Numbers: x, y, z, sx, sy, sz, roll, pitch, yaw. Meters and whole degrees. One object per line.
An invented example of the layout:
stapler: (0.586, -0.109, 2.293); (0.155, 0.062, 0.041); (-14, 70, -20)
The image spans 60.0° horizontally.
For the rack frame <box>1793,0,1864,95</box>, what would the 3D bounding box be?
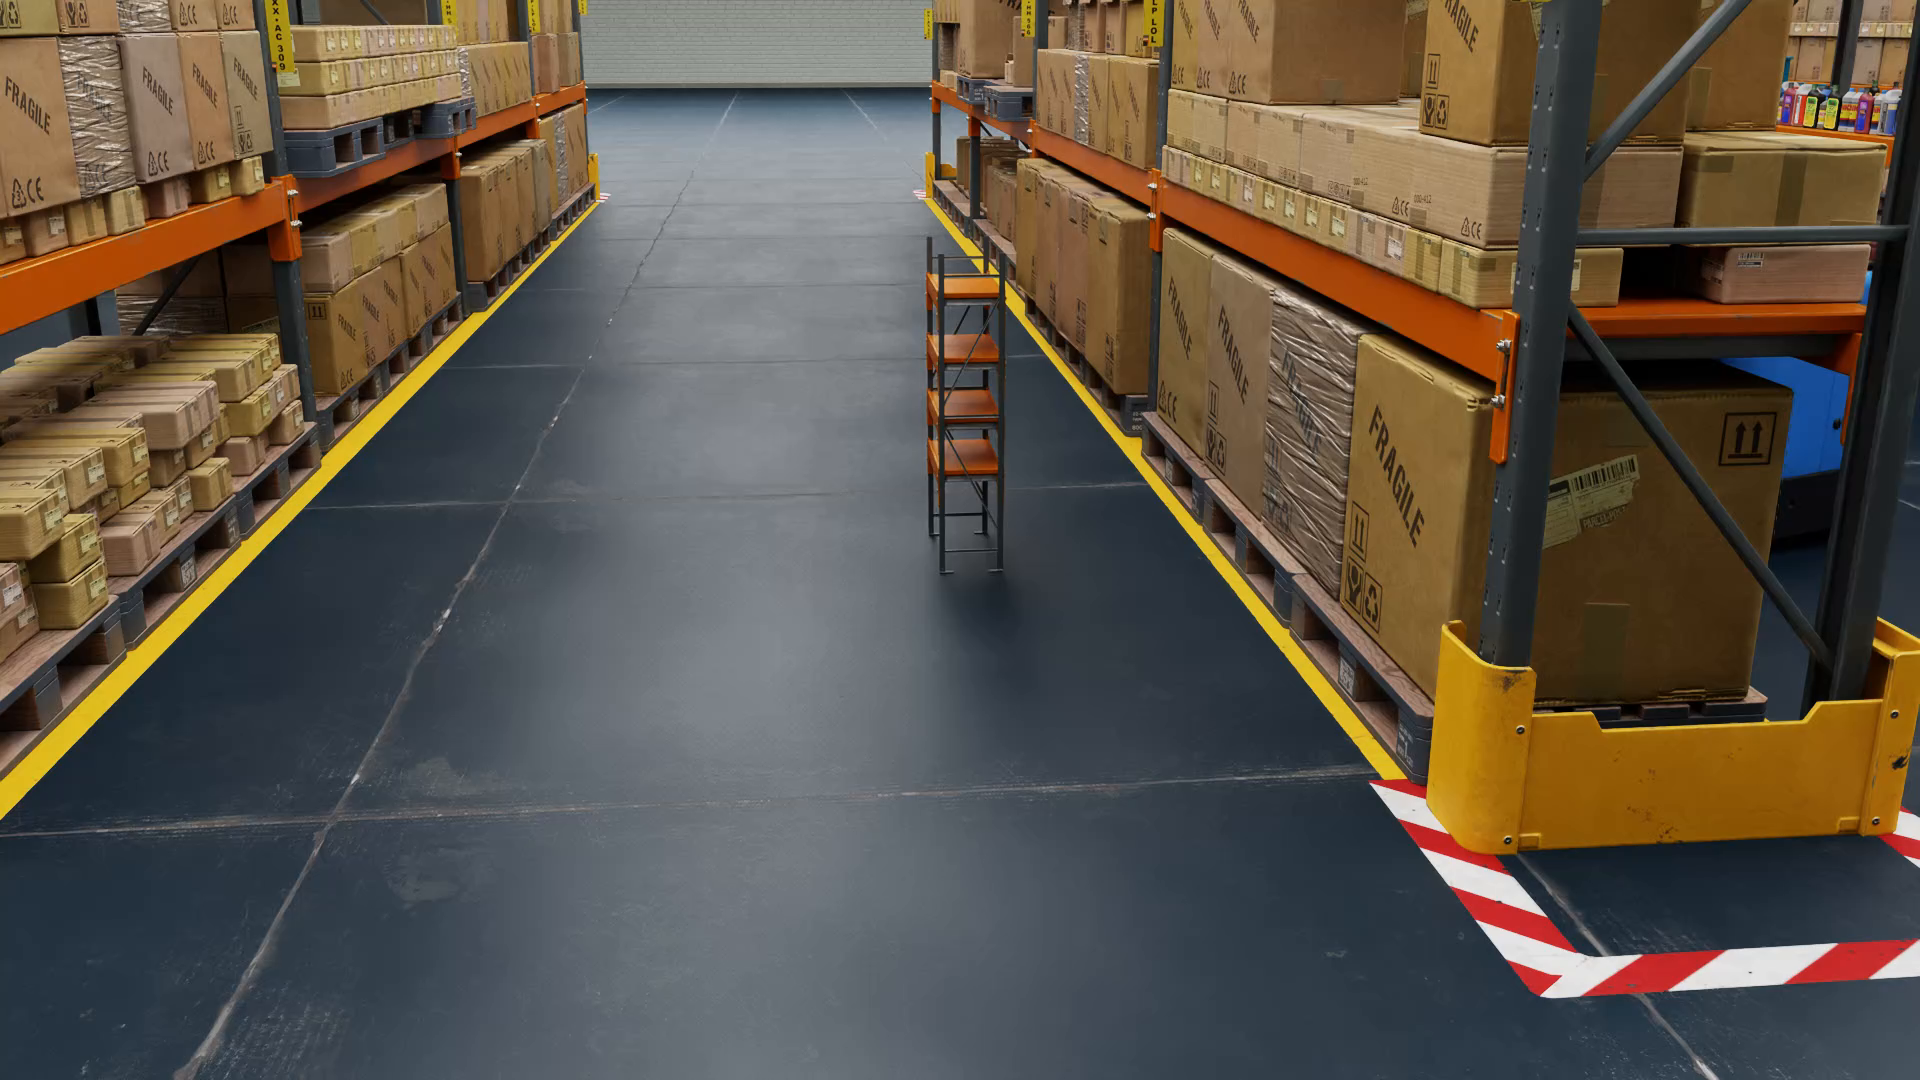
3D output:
rack frame: (5.934, -3.253, 12.030); (1.000, 3.000, 0.127); (-2, 18, -6)

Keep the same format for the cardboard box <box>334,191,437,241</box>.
cardboard box: (-3.542, -1.996, 10.249); (0.500, 0.250, 0.500); (-2, 17, -5)

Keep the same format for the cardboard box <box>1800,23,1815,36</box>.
cardboard box: (9.917, -5.869, 19.113); (0.380, 0.149, 0.250); (-2, 18, -5)

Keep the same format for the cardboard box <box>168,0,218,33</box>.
cardboard box: (-3.148, -2.166, 6.236); (0.500, 0.500, 0.500); (-2, 18, -7)

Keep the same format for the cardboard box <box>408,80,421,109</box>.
cardboard box: (-3.301, -2.542, 9.485); (0.380, 0.149, 0.250); (-1, 17, -4)

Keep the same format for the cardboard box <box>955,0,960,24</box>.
cardboard box: (0.222, -5.233, 16.004); (0.500, 0.500, 0.500); (-2, 18, -6)

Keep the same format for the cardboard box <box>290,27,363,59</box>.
cardboard box: (-3.166, -2.440, 8.167); (0.380, 0.149, 0.250); (-2, 18, -5)

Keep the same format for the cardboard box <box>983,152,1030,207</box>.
cardboard box: (0.527, -3.590, 16.577); (0.500, 0.500, 0.500); (4, 18, 12)

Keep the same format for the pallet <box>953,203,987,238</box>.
pallet: (0.491, -3.160, 16.390); (1.003, 0.211, 1.213); (-2, 18, -6)

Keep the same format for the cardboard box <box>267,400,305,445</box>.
cardboard box: (-3.144, -0.519, 7.380); (0.380, 0.149, 0.250); (-2, 17, -5)

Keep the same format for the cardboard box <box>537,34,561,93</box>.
cardboard box: (-4.417, -4.677, 16.317); (0.875, 0.550, 0.550); (-2, 18, -6)

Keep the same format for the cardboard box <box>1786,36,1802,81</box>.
cardboard box: (10.072, -5.696, 19.647); (0.700, 0.500, 0.500); (-2, 18, -6)

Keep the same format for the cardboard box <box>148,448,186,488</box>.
cardboard box: (-3.108, -0.290, 6.155); (0.380, 0.149, 0.250); (-3, 18, -8)

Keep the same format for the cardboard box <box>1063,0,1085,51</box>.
cardboard box: (1.067, -3.408, 10.682); (0.797, 0.503, 0.637); (-1, 17, -4)

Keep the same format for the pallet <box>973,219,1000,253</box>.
pallet: (0.677, -2.729, 15.018); (1.003, 0.211, 1.213); (-2, 18, -6)

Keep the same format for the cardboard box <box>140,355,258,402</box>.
cardboard box: (-3.130, -0.662, 6.844); (0.380, 0.149, 0.250); (-2, 18, -6)

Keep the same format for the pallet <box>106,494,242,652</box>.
pallet: (-3.290, 0.109, 5.978); (1.003, 0.211, 1.213); (-2, 18, -6)

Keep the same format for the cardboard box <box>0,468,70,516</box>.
cardboard box: (-2.982, -0.113, 5.093); (0.380, 0.149, 0.250); (-3, 18, -8)

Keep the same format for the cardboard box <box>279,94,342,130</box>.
cardboard box: (-3.107, -1.997, 7.749); (0.380, 0.149, 0.250); (-3, 18, -8)

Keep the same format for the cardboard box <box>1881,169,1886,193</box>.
cardboard box: (10.076, -3.914, 18.026); (0.500, 0.250, 0.500); (-2, 18, -6)

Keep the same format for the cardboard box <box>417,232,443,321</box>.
cardboard box: (-3.559, -1.642, 10.370); (0.500, 0.500, 0.500); (-1, 17, -3)

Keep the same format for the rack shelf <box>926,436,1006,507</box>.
rack shelf: (0.017, -0.270, 6.420); (0.258, 0.148, 0.480); (-2, 18, -6)

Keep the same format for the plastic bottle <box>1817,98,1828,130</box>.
plastic bottle: (5.703, -2.806, 10.939); (0.097, 0.201, 0.097); (0, 17, 0)

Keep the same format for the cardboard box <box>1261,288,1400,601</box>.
cardboard box: (1.593, -0.362, 5.669); (0.875, 0.875, 0.875); (-2, 18, -6)

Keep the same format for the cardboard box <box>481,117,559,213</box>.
cardboard box: (-4.344, -3.545, 15.806); (0.875, 0.875, 0.875); (-2, 17, -5)

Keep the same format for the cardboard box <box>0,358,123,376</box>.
cardboard box: (-3.650, -0.642, 6.780); (0.380, 0.149, 0.250); (-2, 18, -6)

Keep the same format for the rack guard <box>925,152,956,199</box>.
rack guard: (0.190, -4.268, 19.437); (1.175, 0.500, 0.348); (-2, 18, -6)

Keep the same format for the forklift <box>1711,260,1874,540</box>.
forklift: (2.660, -1.765, 7.405); (1.130, 2.935, 3.031); (-9, 19, -26)

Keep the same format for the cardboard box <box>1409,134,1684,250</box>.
cardboard box: (1.519, -0.923, 4.363); (0.500, 0.250, 0.500); (-2, 18, -7)

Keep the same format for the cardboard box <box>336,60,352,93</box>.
cardboard box: (-3.136, -2.216, 7.950); (0.380, 0.149, 0.250); (-2, 18, -7)

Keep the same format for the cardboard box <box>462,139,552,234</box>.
cardboard box: (-4.195, -3.113, 14.641); (1.050, 0.750, 0.750); (-2, 18, -6)

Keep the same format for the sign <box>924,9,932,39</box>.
sign: (-0.357, -5.879, 18.952); (0.100, 0.325, 0.005); (-2, 18, -6)

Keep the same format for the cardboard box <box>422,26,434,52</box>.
cardboard box: (-3.348, -2.977, 9.876); (0.380, 0.149, 0.250); (-1, 17, -4)

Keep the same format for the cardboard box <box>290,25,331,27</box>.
cardboard box: (-4.030, -3.044, 10.091); (0.380, 0.149, 0.250); (-2, 18, -6)

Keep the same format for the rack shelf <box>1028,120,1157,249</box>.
rack shelf: (1.214, -2.161, 9.753); (1.077, 0.370, 4.000); (-2, 18, -6)

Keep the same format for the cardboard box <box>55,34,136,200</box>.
cardboard box: (-3.060, -1.382, 5.407); (0.500, 0.500, 0.500); (-2, 18, -7)

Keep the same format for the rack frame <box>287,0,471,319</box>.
rack frame: (-3.936, -2.977, 11.151); (1.000, 3.000, 0.127); (-2, 18, -6)

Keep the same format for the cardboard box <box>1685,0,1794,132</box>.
cardboard box: (2.000, -1.445, 4.773); (0.500, 0.500, 0.500); (-2, 18, -7)

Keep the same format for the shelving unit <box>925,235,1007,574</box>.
shelving unit: (0.017, -0.523, 6.340); (0.258, 1.200, 0.503); (-2, 18, -6)

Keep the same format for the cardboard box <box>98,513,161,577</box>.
cardboard box: (-2.965, 0.022, 5.658); (0.380, 0.149, 0.250); (-3, 18, -8)

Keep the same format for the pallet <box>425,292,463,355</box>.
pallet: (-3.857, -1.413, 10.827); (1.003, 0.211, 1.213); (-2, 18, -6)

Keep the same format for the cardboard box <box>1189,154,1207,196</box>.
cardboard box: (1.175, -1.533, 6.972); (0.380, 0.149, 0.250); (-1, 17, -4)

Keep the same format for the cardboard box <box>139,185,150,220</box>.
cardboard box: (-3.125, -1.197, 5.902); (0.380, 0.149, 0.250); (-2, 18, -6)

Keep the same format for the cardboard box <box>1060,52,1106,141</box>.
cardboard box: (0.899, -2.688, 10.065); (0.500, 0.500, 0.500); (-2, 18, -7)

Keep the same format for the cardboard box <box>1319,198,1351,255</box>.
cardboard box: (1.362, -0.997, 5.263); (0.380, 0.149, 0.250); (-2, 18, -7)

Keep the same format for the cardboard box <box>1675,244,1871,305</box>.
cardboard box: (2.124, -0.712, 4.358); (0.380, 0.149, 0.250); (-2, 17, -5)

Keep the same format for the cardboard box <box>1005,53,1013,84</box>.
cardboard box: (0.567, -3.725, 13.056); (0.396, 0.266, 0.258); (-2, 18, -7)

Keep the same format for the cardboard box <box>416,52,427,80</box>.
cardboard box: (-3.325, -2.759, 9.680); (0.380, 0.149, 0.250); (-2, 18, -6)

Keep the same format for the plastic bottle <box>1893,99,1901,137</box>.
plastic bottle: (5.813, -2.629, 10.127); (0.144, 0.351, 0.185); (-2, 18, -6)

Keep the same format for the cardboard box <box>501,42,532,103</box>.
cardboard box: (-4.029, -4.069, 14.463); (0.500, 0.500, 0.500); (-2, 18, -6)

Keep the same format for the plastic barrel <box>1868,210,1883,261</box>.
plastic barrel: (6.118, -1.821, 10.794); (0.600, 0.588, 0.708); (-2, 18, -6)
